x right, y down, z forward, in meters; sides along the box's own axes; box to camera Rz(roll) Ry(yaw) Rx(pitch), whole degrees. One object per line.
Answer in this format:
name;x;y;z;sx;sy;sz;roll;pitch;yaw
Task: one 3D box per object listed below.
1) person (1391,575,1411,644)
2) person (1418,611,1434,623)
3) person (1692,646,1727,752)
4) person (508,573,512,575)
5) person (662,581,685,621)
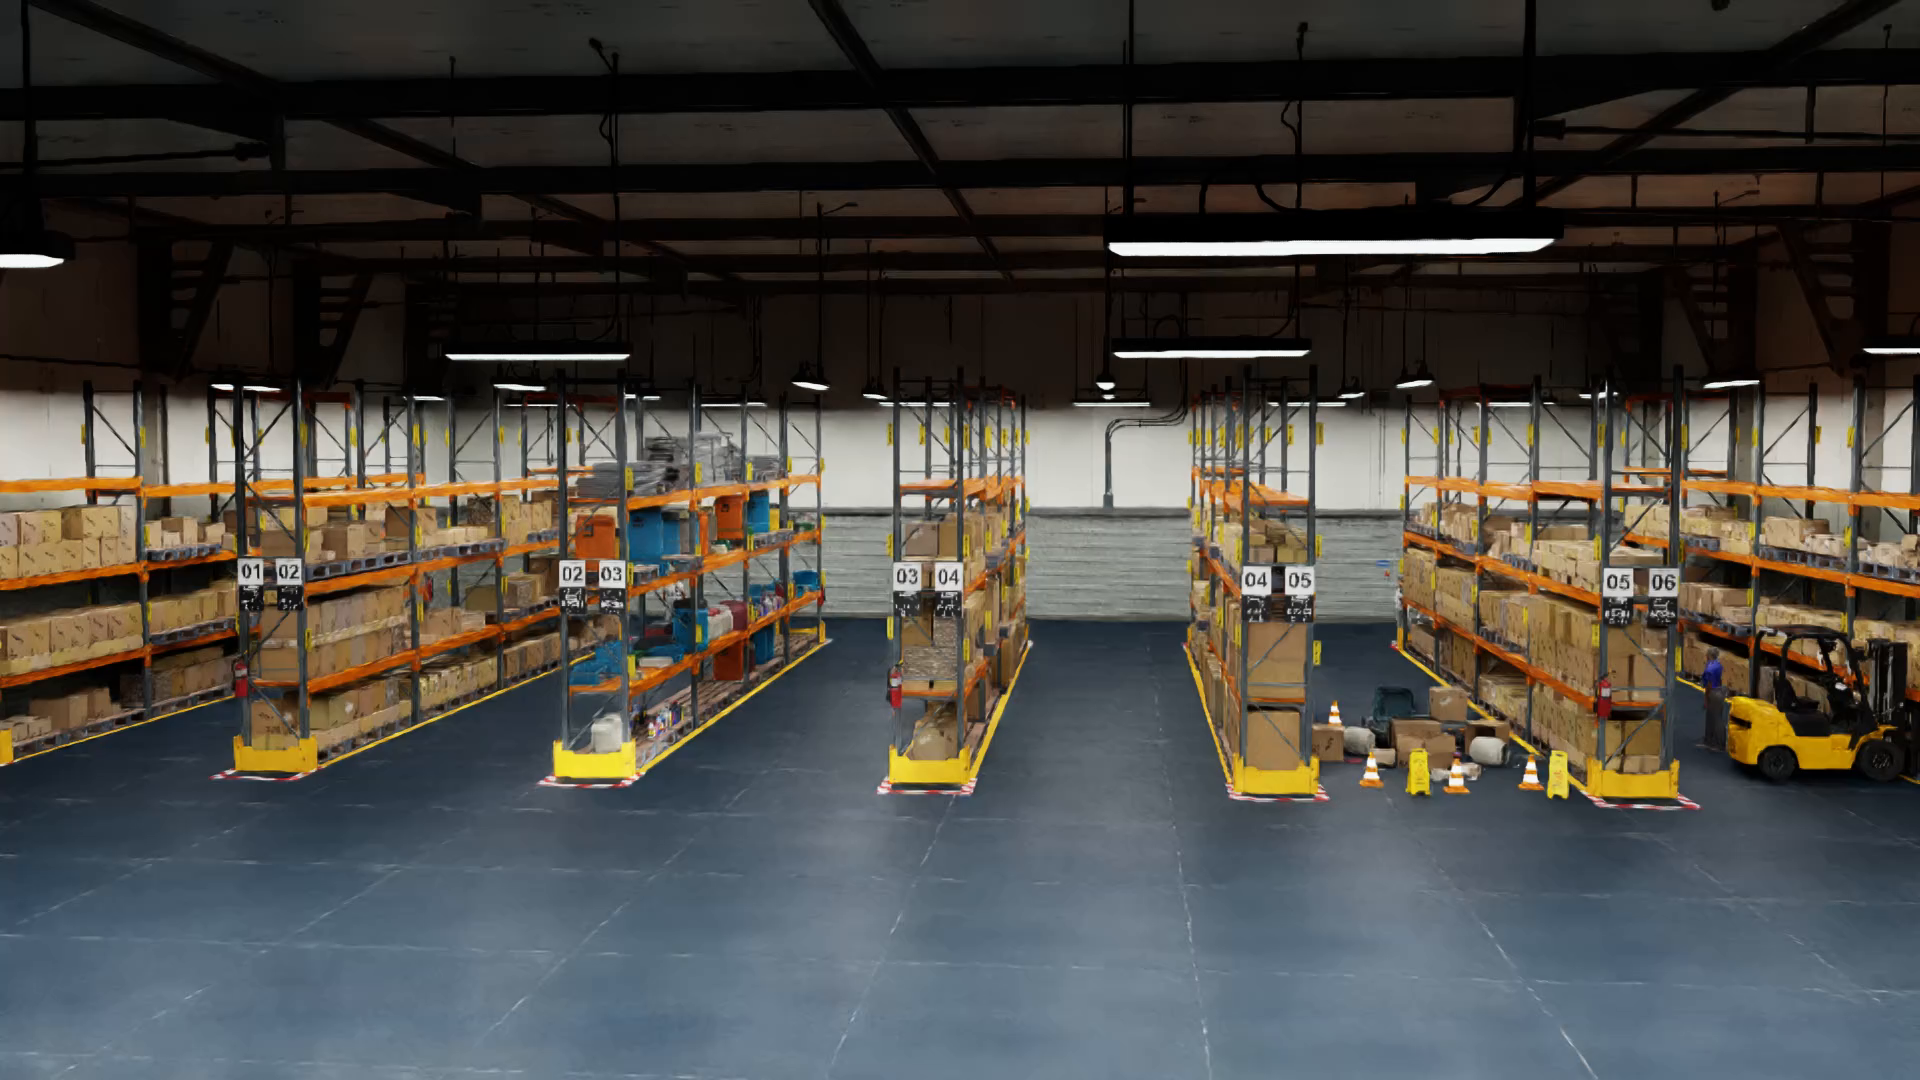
person;10.750;1.683;40.144;0.535;1.663;0.616;-1;4;-19
person;0.727;1.567;41.230;23.053;1.705;6.065;0;4;3
person;11.968;2.515;26.504;0.551;1.653;0.574;3;4;36
person;-10.636;1.659;39.249;0.544;1.781;0.600;3;4;36
person;-7.241;1.586;42.053;0.592;1.625;0.531;0;4;3
